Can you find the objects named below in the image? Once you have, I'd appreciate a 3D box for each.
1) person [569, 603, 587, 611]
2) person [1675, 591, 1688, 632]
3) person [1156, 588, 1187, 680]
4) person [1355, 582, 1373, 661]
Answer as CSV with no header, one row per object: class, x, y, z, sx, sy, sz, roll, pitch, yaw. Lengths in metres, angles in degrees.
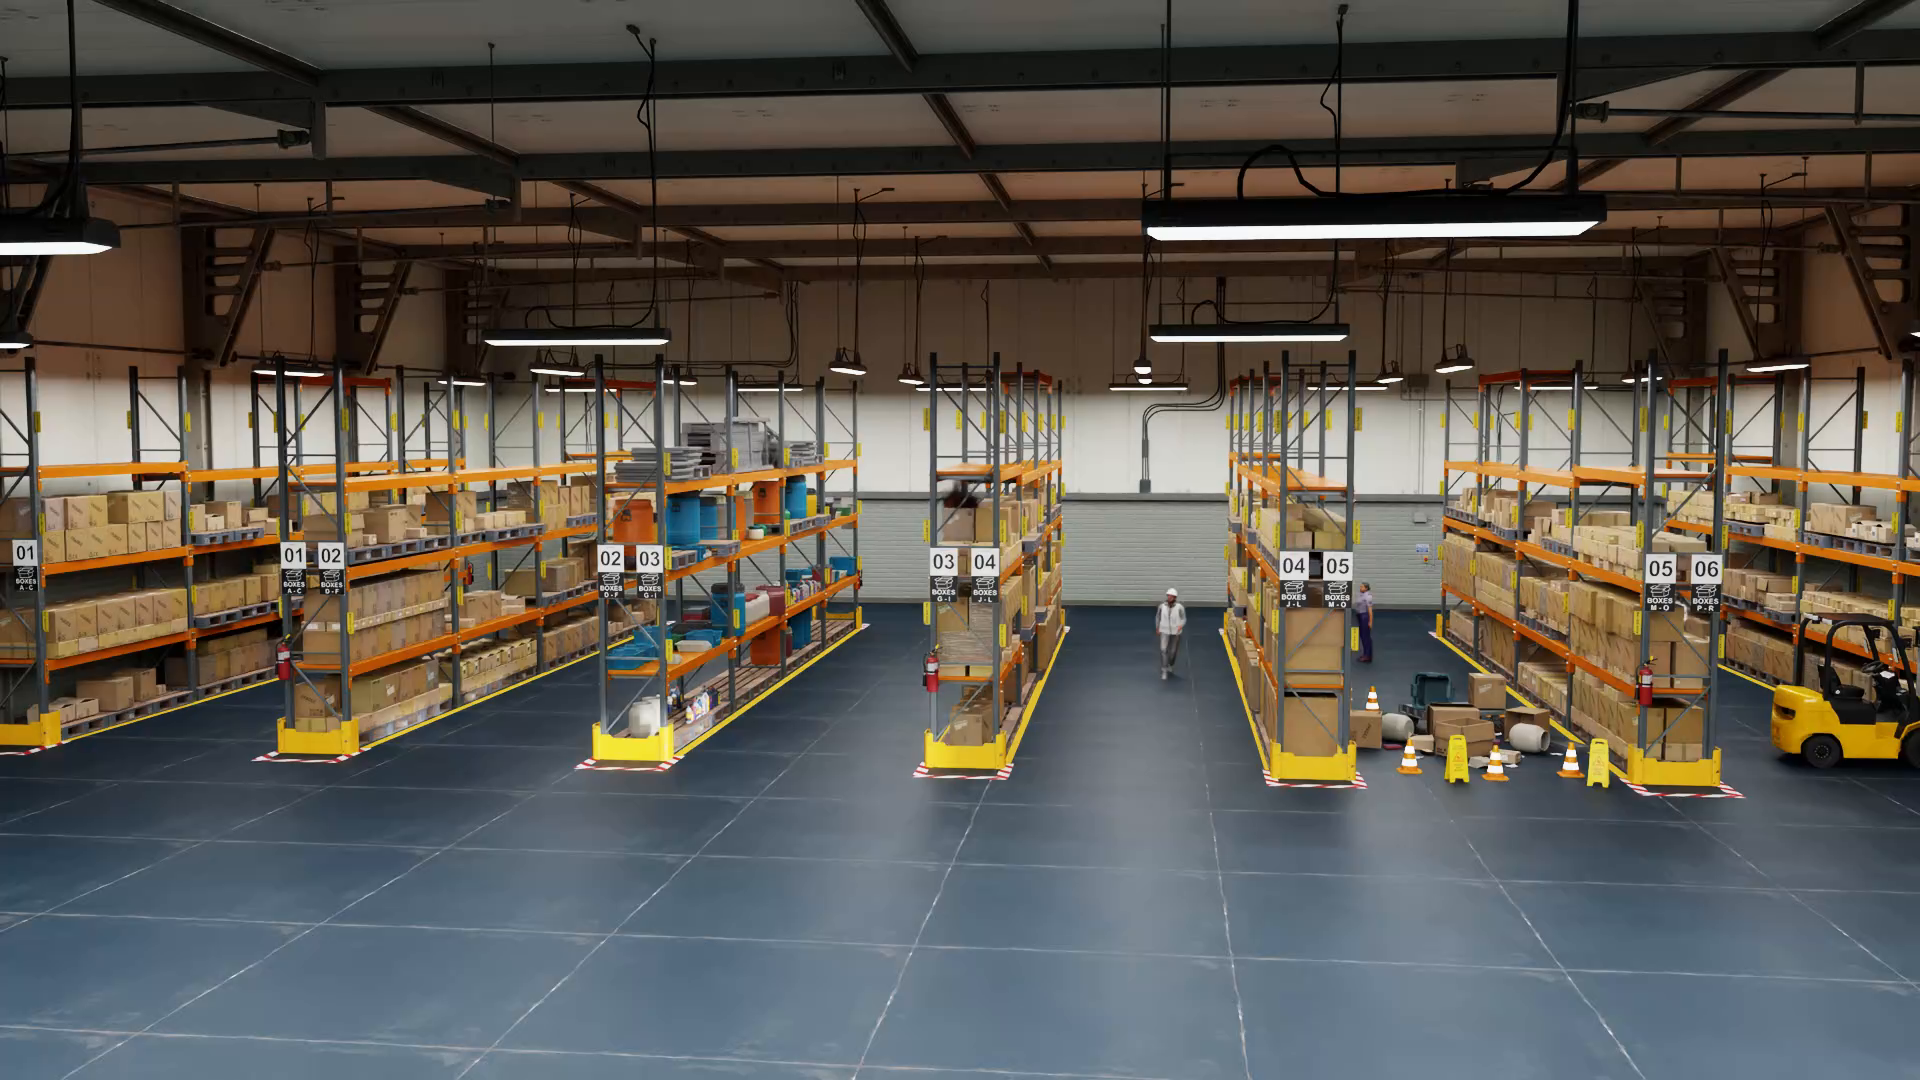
person,-9.979,1.050,43.613,0.584,1.704,0.540,1,4,10
person,14.282,1.833,33.103,0.502,1.742,0.786,4,6,44
person,4.161,1.828,32.769,0.596,1.754,0.992,0,4,7
person,8.507,1.703,35.024,0.383,1.652,0.534,1,4,8
